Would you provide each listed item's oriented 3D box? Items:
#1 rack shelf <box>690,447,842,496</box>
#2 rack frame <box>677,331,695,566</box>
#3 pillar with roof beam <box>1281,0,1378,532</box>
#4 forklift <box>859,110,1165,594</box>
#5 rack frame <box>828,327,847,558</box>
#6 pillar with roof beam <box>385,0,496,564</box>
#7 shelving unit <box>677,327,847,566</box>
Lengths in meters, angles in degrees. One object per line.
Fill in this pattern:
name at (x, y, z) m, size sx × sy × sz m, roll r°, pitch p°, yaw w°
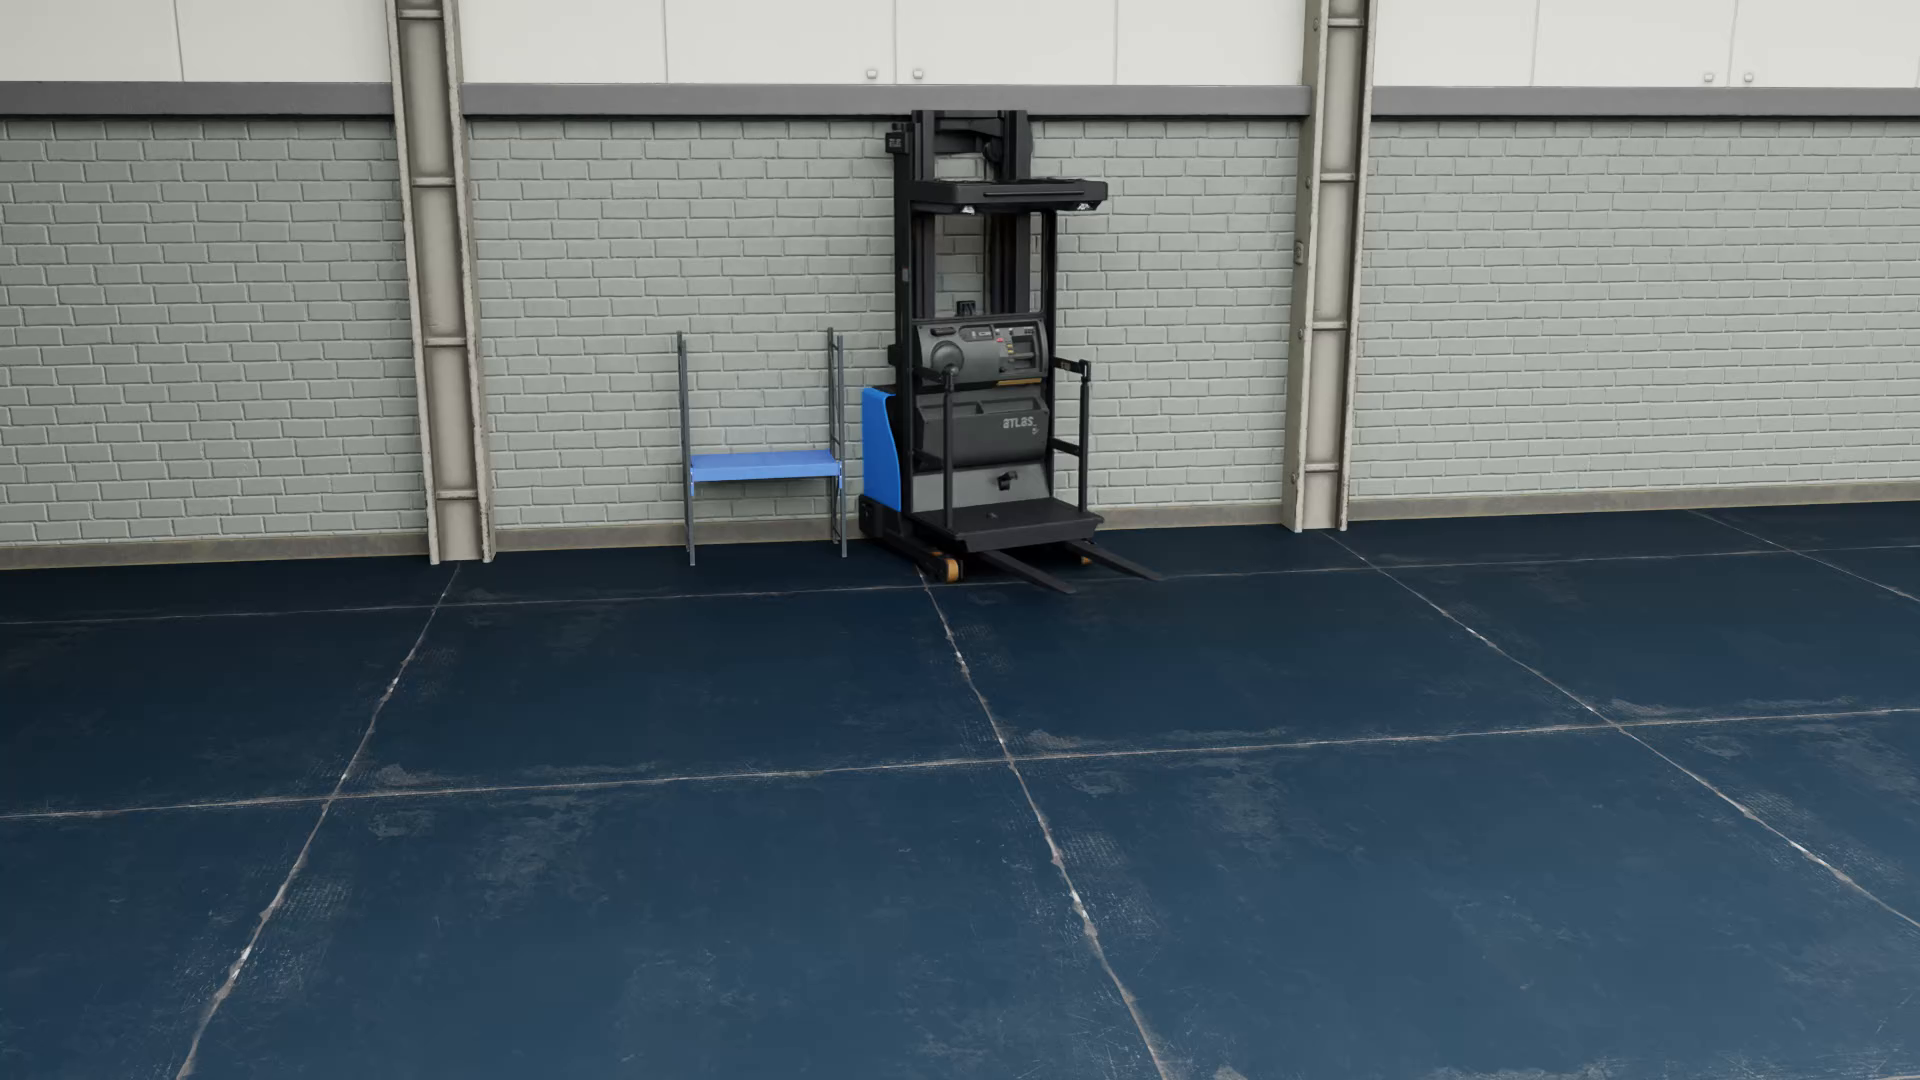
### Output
rack shelf at (-1.332, -0.468, 11.243) m, size 1.000 × 0.185 × 0.538 m, roll -3°, pitch 14°, yaw -12°
rack frame at (-1.828, -0.615, 11.093) m, size 0.032 × 1.500 × 0.500 m, roll -3°, pitch 14°, yaw -12°
pillar with roof beam at (3.217, -3.429, 6.895) m, size 0.400 × 9.000 × 9.100 m, roll -2°, pitch 14°, yaw -8°
forklift at (0.249, -1.266, 10.743) m, size 1.130 × 2.935 × 3.031 m, roll -7°, pitch 16°, yaw -26°
rack frame at (-0.836, -0.669, 11.306) m, size 0.032 × 1.500 × 0.500 m, roll -3°, pitch 14°, yaw -12°
pillar with roof beam at (-2.716, -3.211, 6.028) m, size 0.400 × 9.000 × 9.100 m, roll -2°, pitch 14°, yaw -8°
shelving unit at (-1.332, -0.642, 11.199) m, size 1.048 × 1.500 × 0.538 m, roll -3°, pitch 14°, yaw -12°
